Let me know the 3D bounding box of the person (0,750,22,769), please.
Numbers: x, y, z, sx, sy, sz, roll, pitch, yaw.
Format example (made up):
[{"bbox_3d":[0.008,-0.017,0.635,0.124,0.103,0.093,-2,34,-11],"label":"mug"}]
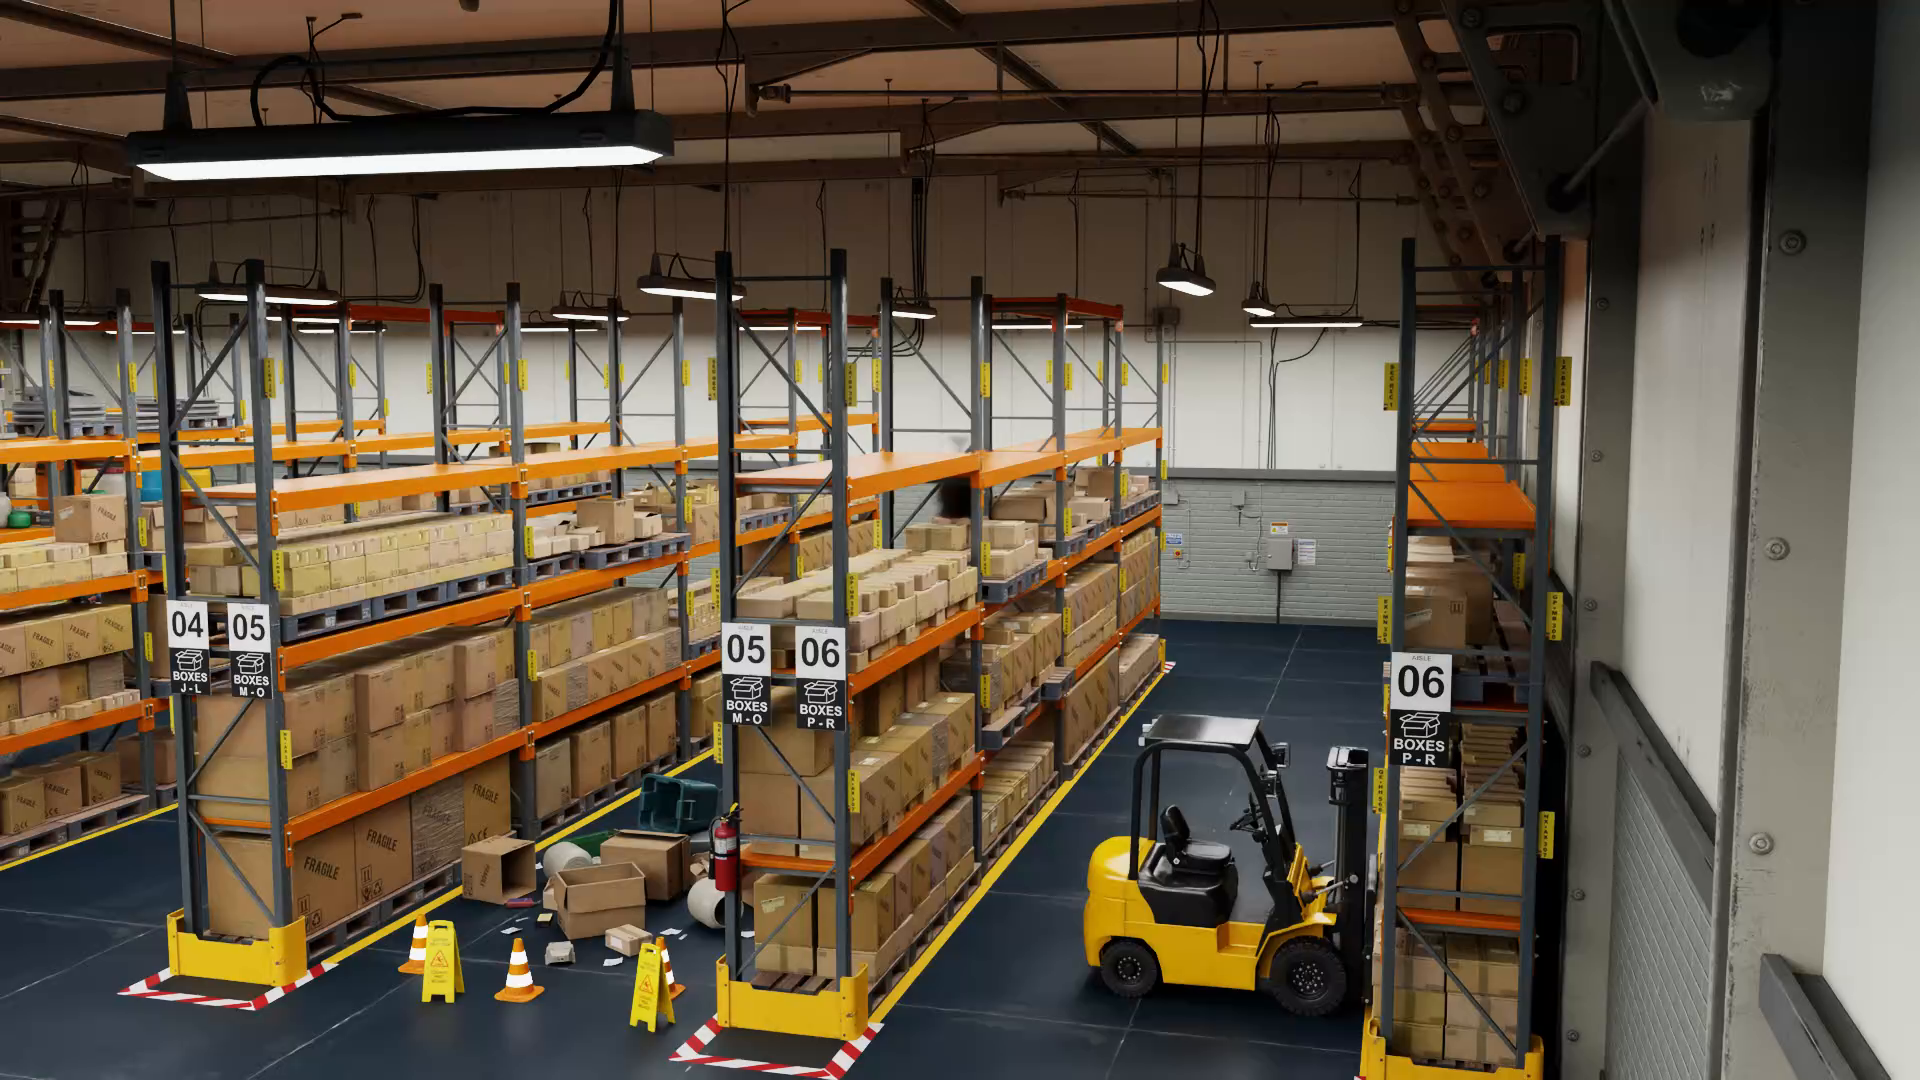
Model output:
[{"bbox_3d":[-12.203,2.114,21.071,0.549,1.723,0.842,1,6,10],"label":"person"}]
